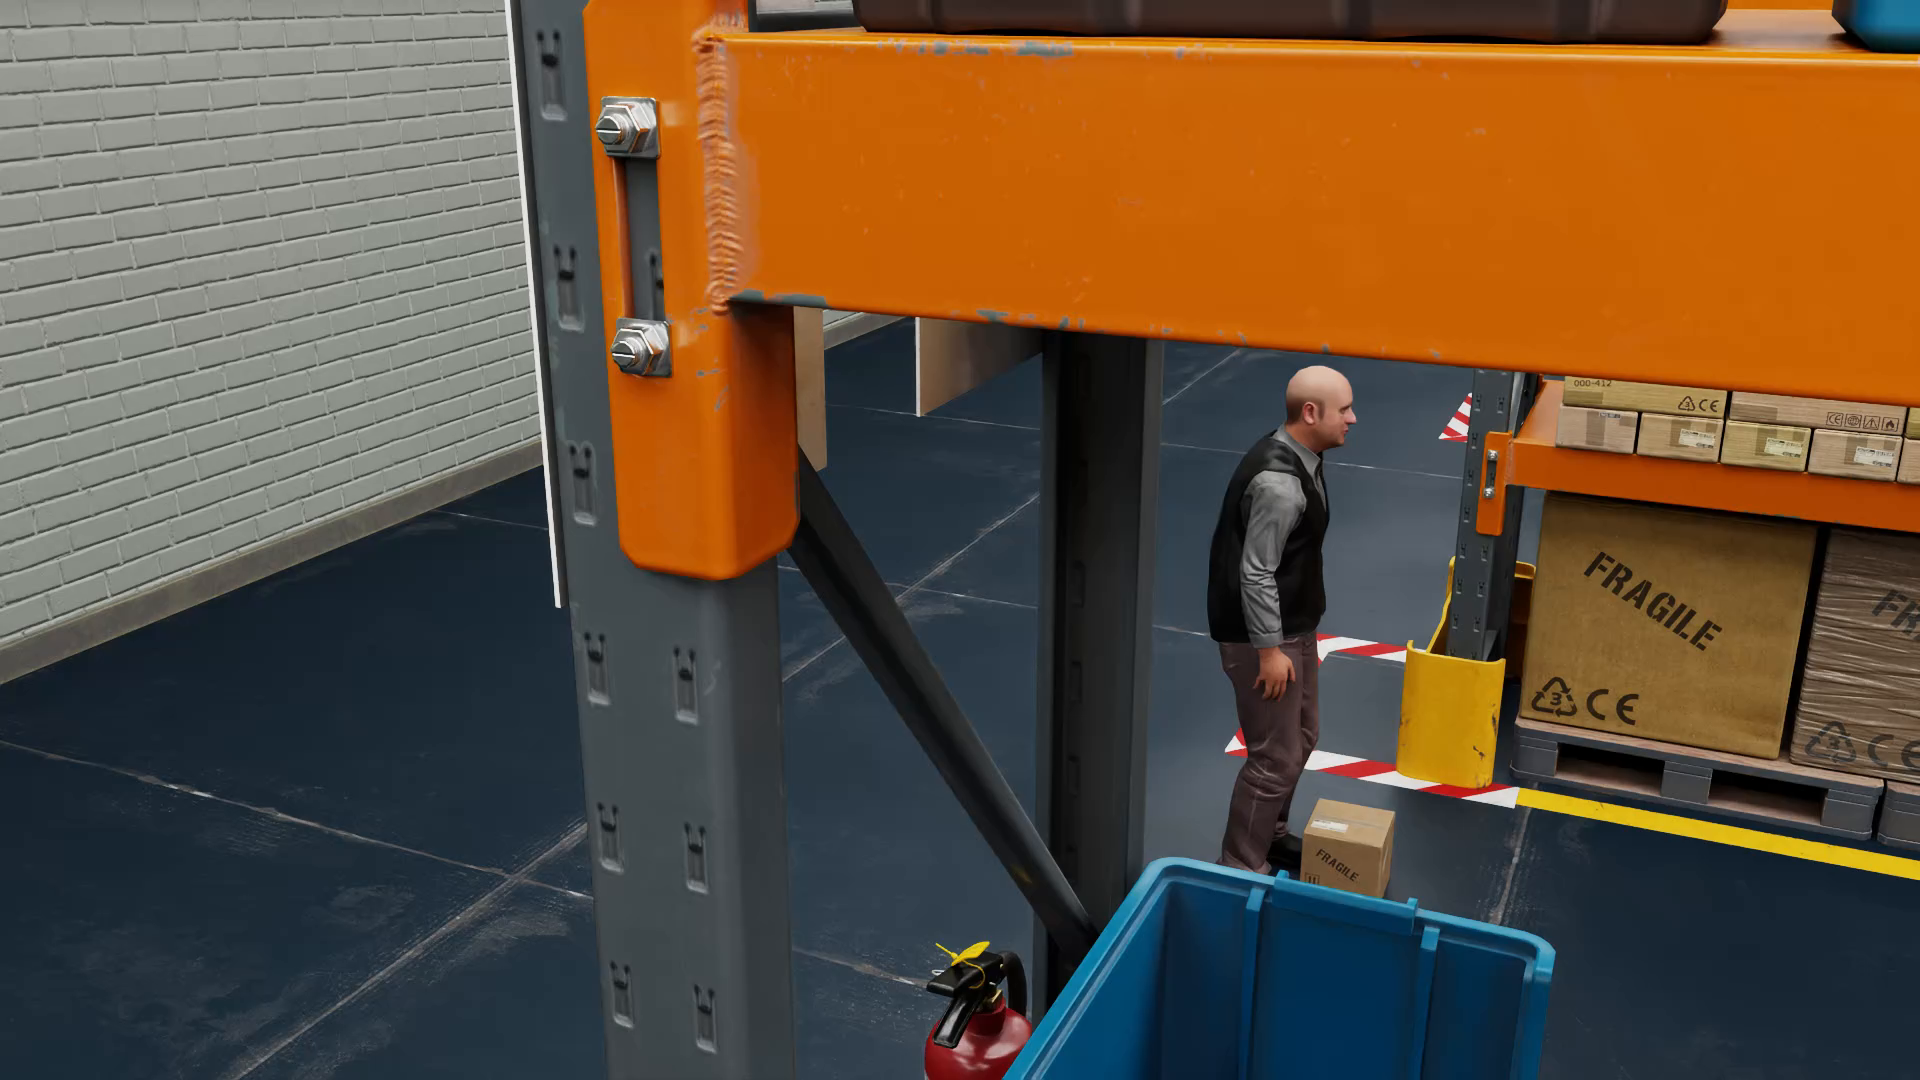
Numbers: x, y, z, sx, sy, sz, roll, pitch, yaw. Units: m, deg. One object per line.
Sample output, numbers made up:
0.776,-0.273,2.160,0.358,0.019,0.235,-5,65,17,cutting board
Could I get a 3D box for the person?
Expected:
1.013,0.295,5.243,0.374,1.719,0.580,7,20,20,person
